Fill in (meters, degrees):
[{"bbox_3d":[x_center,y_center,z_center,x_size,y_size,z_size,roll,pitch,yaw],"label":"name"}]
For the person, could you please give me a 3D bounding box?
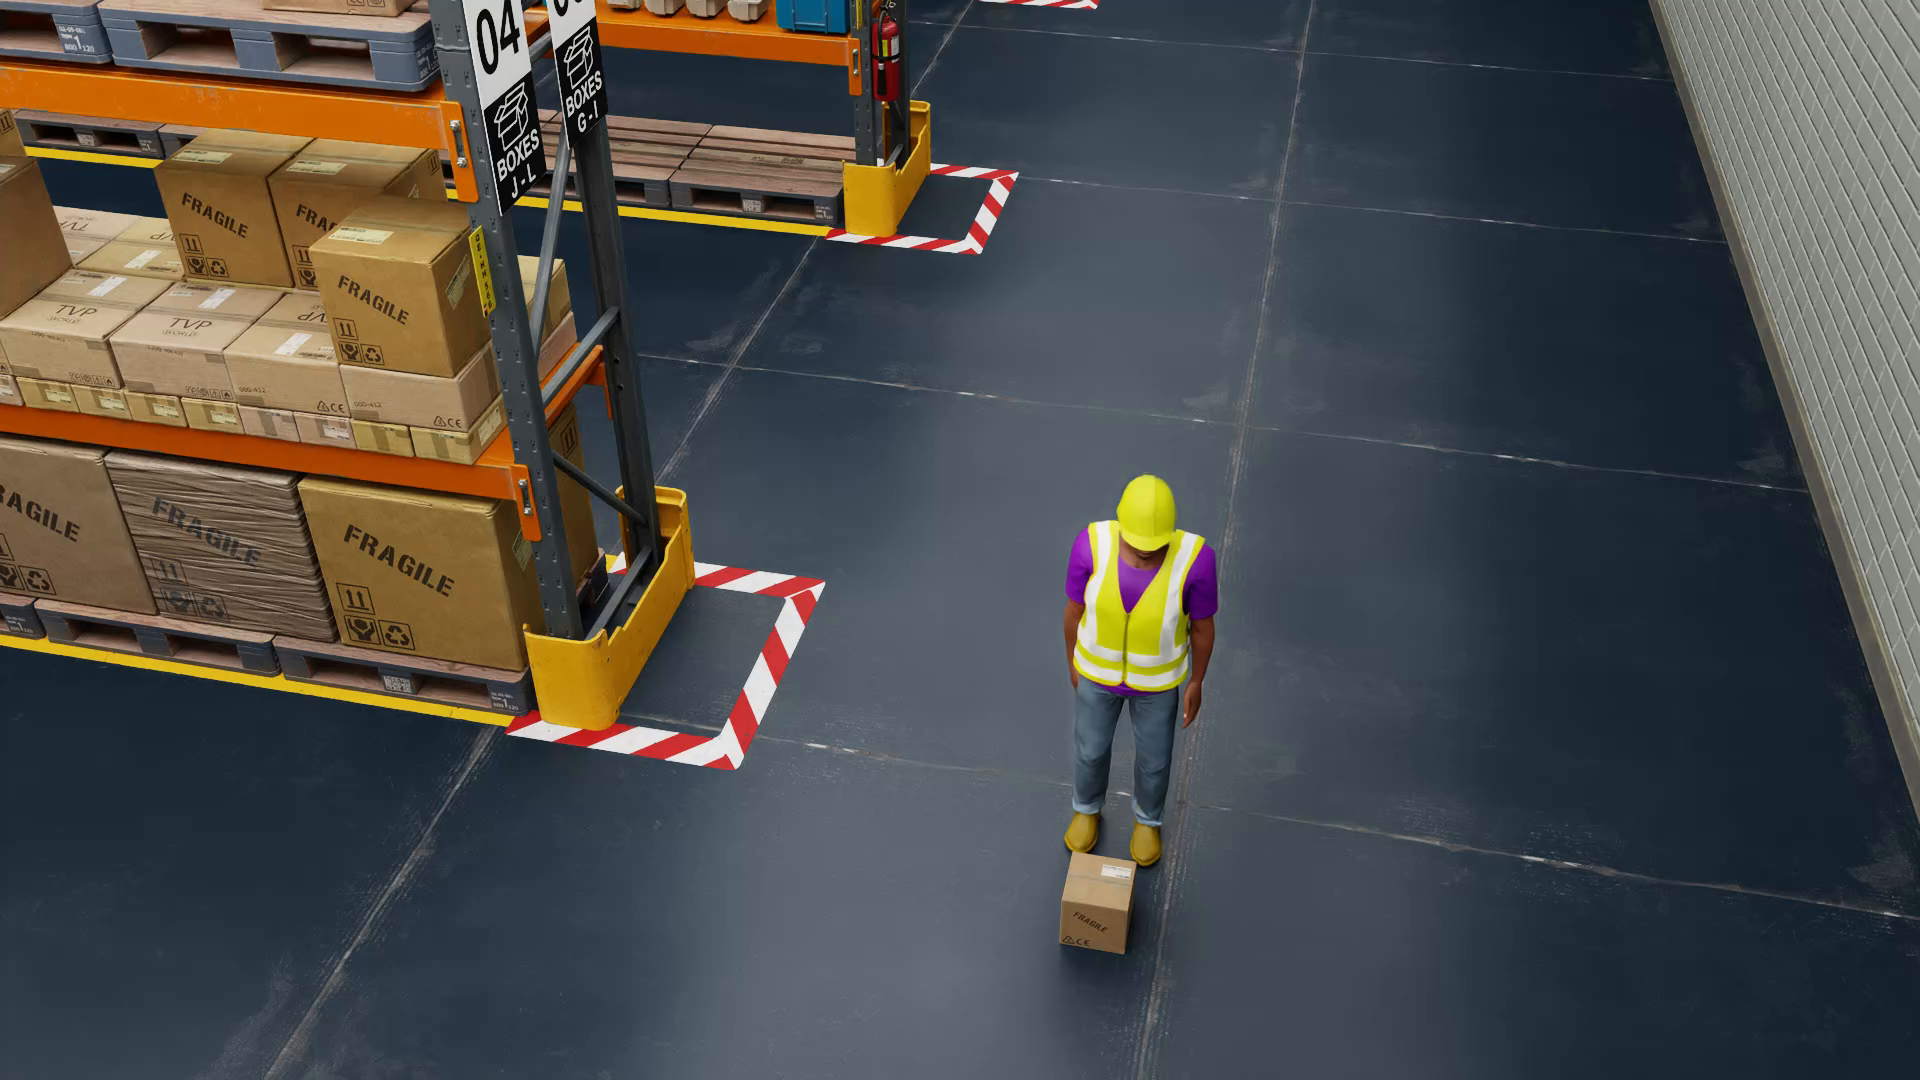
[{"bbox_3d":[0.658,0.492,6.282,0.569,1.759,0.368,8,37,11],"label":"person"}]
